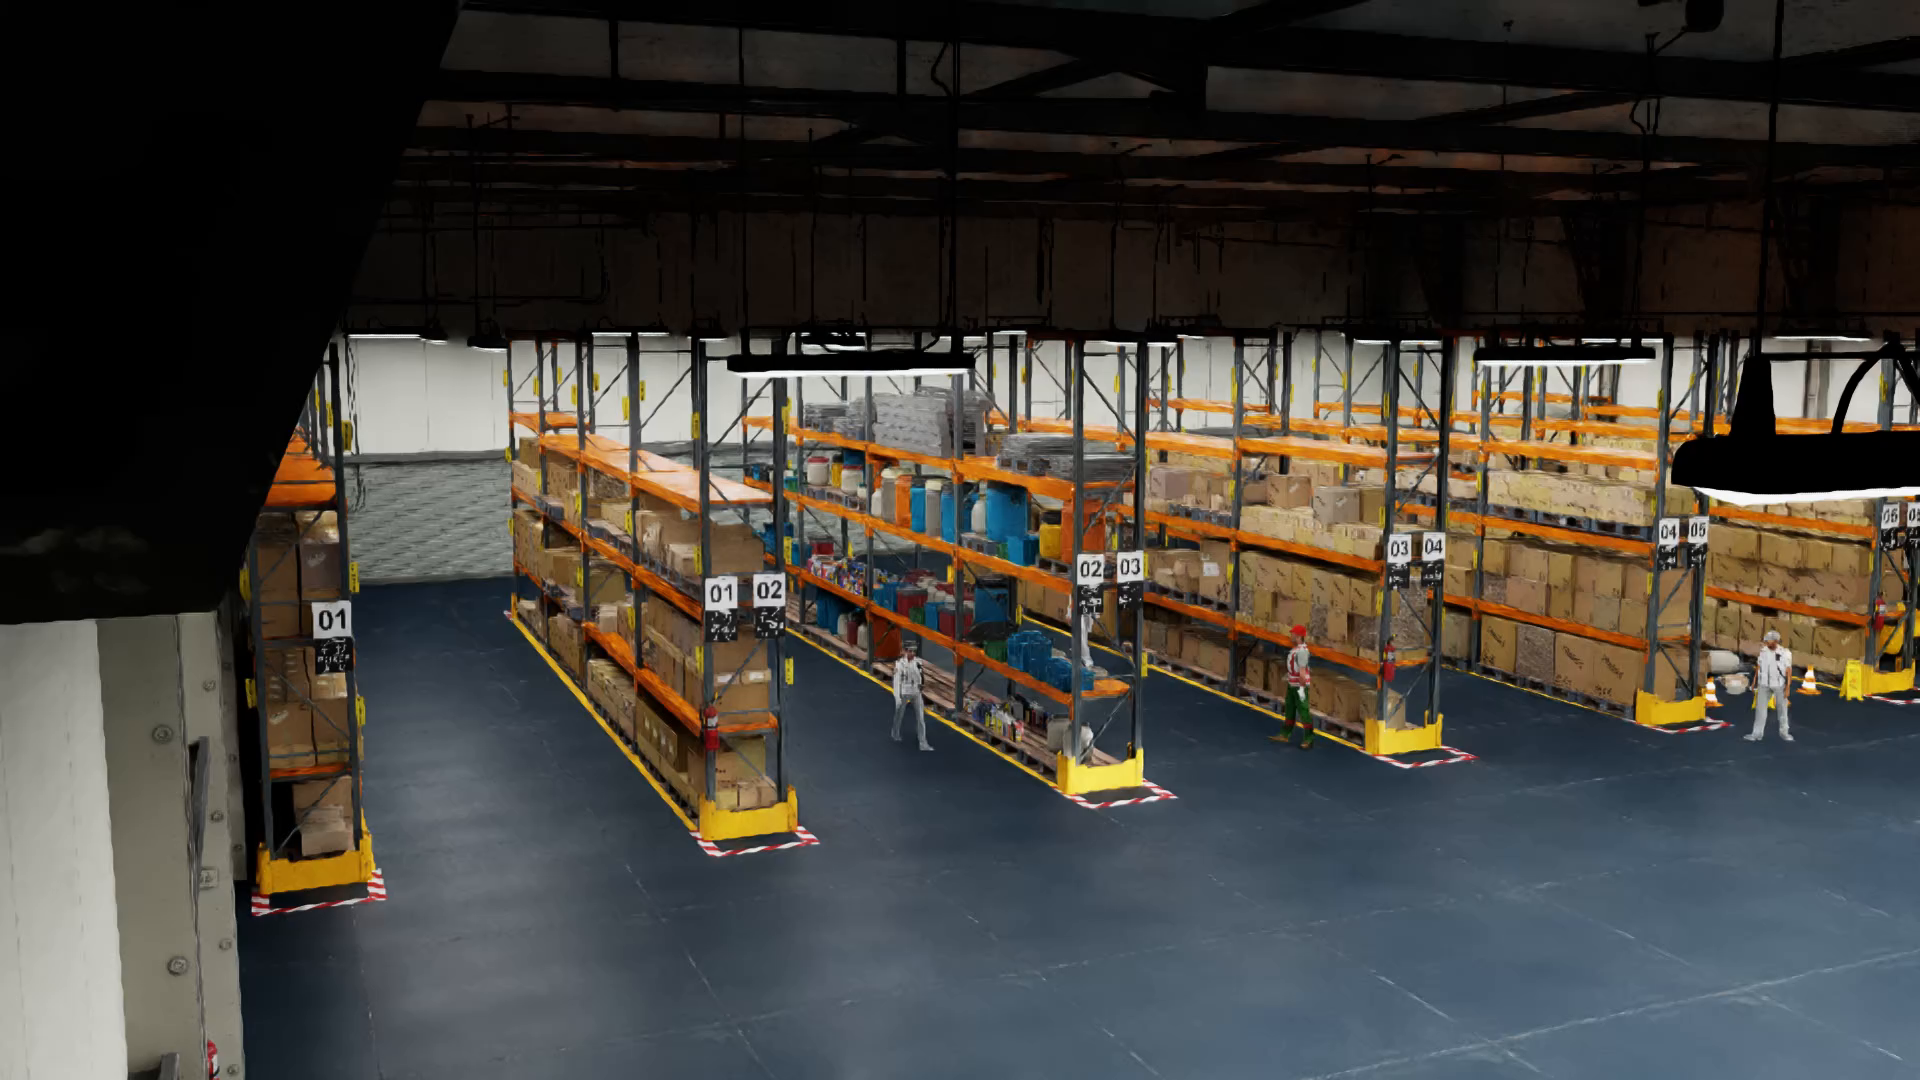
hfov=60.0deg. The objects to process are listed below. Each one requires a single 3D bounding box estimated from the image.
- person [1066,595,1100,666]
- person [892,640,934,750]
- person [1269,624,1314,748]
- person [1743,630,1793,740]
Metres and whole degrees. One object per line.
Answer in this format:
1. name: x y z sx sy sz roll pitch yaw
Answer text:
1. person: 2.269 1.383 30.050 0.588 1.684 1.193 -4 9 -25
2. person: -0.747 2.230 24.293 0.495 1.589 1.086 -3 8 -21
3. person: 4.890 2.119 24.459 0.610 1.780 0.762 0 8 -1
4. person: 12.067 2.158 24.717 0.610 1.650 0.617 -7 10 -41
